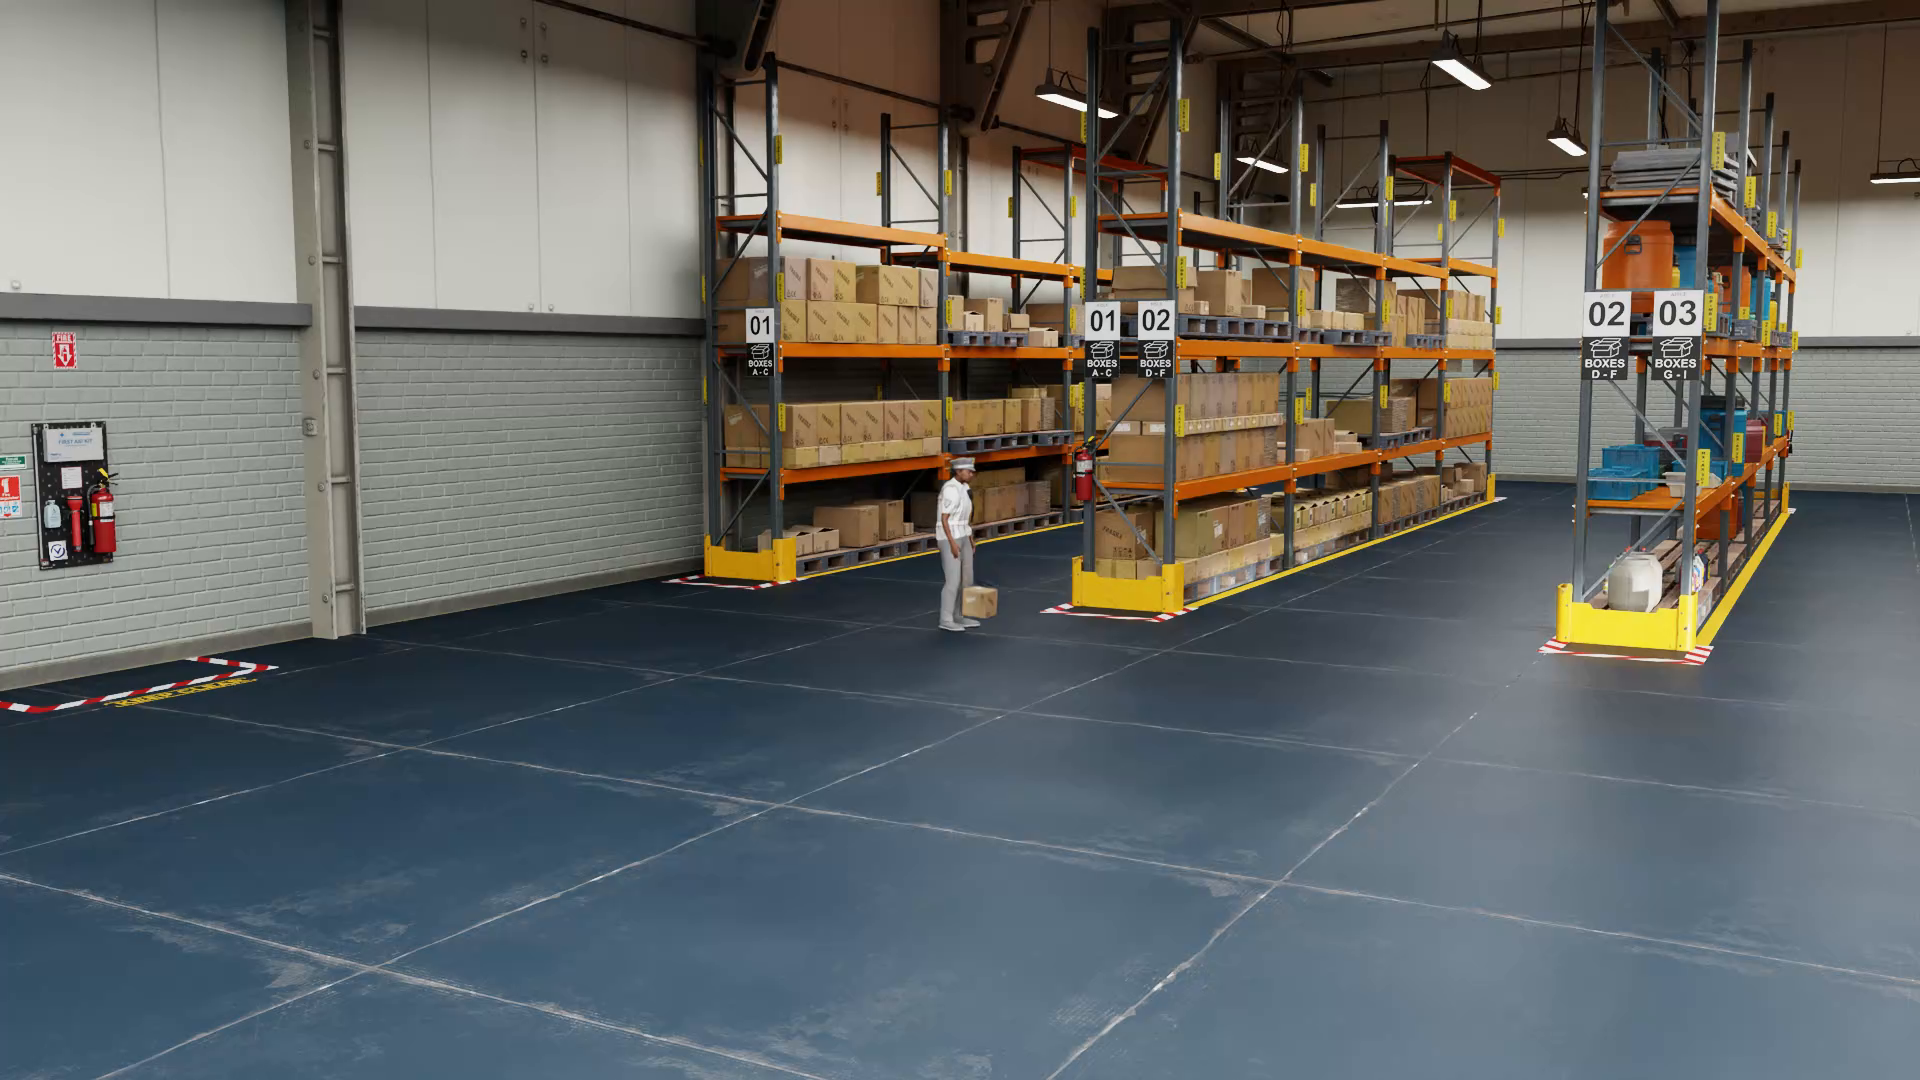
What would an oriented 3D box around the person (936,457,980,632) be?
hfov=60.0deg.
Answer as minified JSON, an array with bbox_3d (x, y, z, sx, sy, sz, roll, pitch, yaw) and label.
[{"bbox_3d":[-0.030,0.028,16.102,0.378,1.661,0.500,3,7,27],"label":"person"}]
